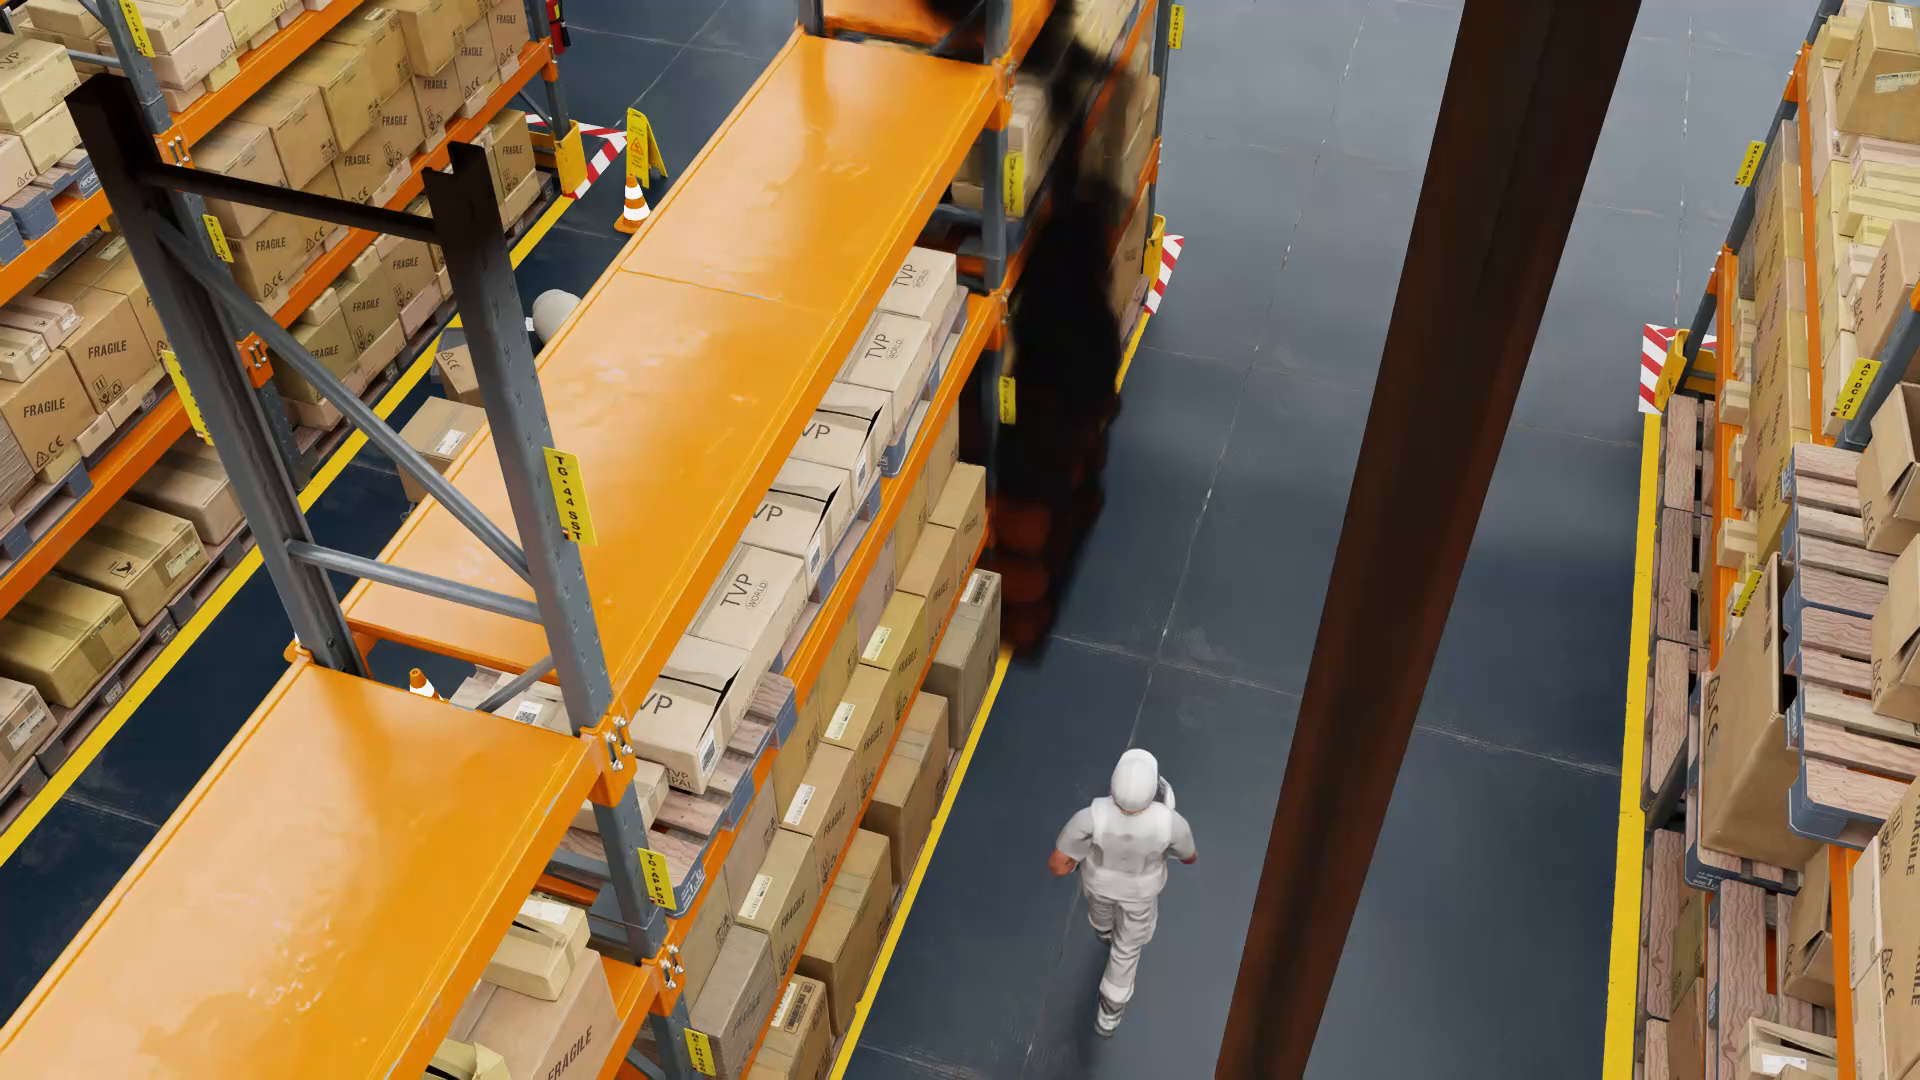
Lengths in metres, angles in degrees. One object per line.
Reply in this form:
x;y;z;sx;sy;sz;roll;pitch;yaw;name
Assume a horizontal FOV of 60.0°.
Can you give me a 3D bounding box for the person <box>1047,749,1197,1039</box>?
0.774;1.598;7.877;0.644;1.826;0.851;11;47;11;person
